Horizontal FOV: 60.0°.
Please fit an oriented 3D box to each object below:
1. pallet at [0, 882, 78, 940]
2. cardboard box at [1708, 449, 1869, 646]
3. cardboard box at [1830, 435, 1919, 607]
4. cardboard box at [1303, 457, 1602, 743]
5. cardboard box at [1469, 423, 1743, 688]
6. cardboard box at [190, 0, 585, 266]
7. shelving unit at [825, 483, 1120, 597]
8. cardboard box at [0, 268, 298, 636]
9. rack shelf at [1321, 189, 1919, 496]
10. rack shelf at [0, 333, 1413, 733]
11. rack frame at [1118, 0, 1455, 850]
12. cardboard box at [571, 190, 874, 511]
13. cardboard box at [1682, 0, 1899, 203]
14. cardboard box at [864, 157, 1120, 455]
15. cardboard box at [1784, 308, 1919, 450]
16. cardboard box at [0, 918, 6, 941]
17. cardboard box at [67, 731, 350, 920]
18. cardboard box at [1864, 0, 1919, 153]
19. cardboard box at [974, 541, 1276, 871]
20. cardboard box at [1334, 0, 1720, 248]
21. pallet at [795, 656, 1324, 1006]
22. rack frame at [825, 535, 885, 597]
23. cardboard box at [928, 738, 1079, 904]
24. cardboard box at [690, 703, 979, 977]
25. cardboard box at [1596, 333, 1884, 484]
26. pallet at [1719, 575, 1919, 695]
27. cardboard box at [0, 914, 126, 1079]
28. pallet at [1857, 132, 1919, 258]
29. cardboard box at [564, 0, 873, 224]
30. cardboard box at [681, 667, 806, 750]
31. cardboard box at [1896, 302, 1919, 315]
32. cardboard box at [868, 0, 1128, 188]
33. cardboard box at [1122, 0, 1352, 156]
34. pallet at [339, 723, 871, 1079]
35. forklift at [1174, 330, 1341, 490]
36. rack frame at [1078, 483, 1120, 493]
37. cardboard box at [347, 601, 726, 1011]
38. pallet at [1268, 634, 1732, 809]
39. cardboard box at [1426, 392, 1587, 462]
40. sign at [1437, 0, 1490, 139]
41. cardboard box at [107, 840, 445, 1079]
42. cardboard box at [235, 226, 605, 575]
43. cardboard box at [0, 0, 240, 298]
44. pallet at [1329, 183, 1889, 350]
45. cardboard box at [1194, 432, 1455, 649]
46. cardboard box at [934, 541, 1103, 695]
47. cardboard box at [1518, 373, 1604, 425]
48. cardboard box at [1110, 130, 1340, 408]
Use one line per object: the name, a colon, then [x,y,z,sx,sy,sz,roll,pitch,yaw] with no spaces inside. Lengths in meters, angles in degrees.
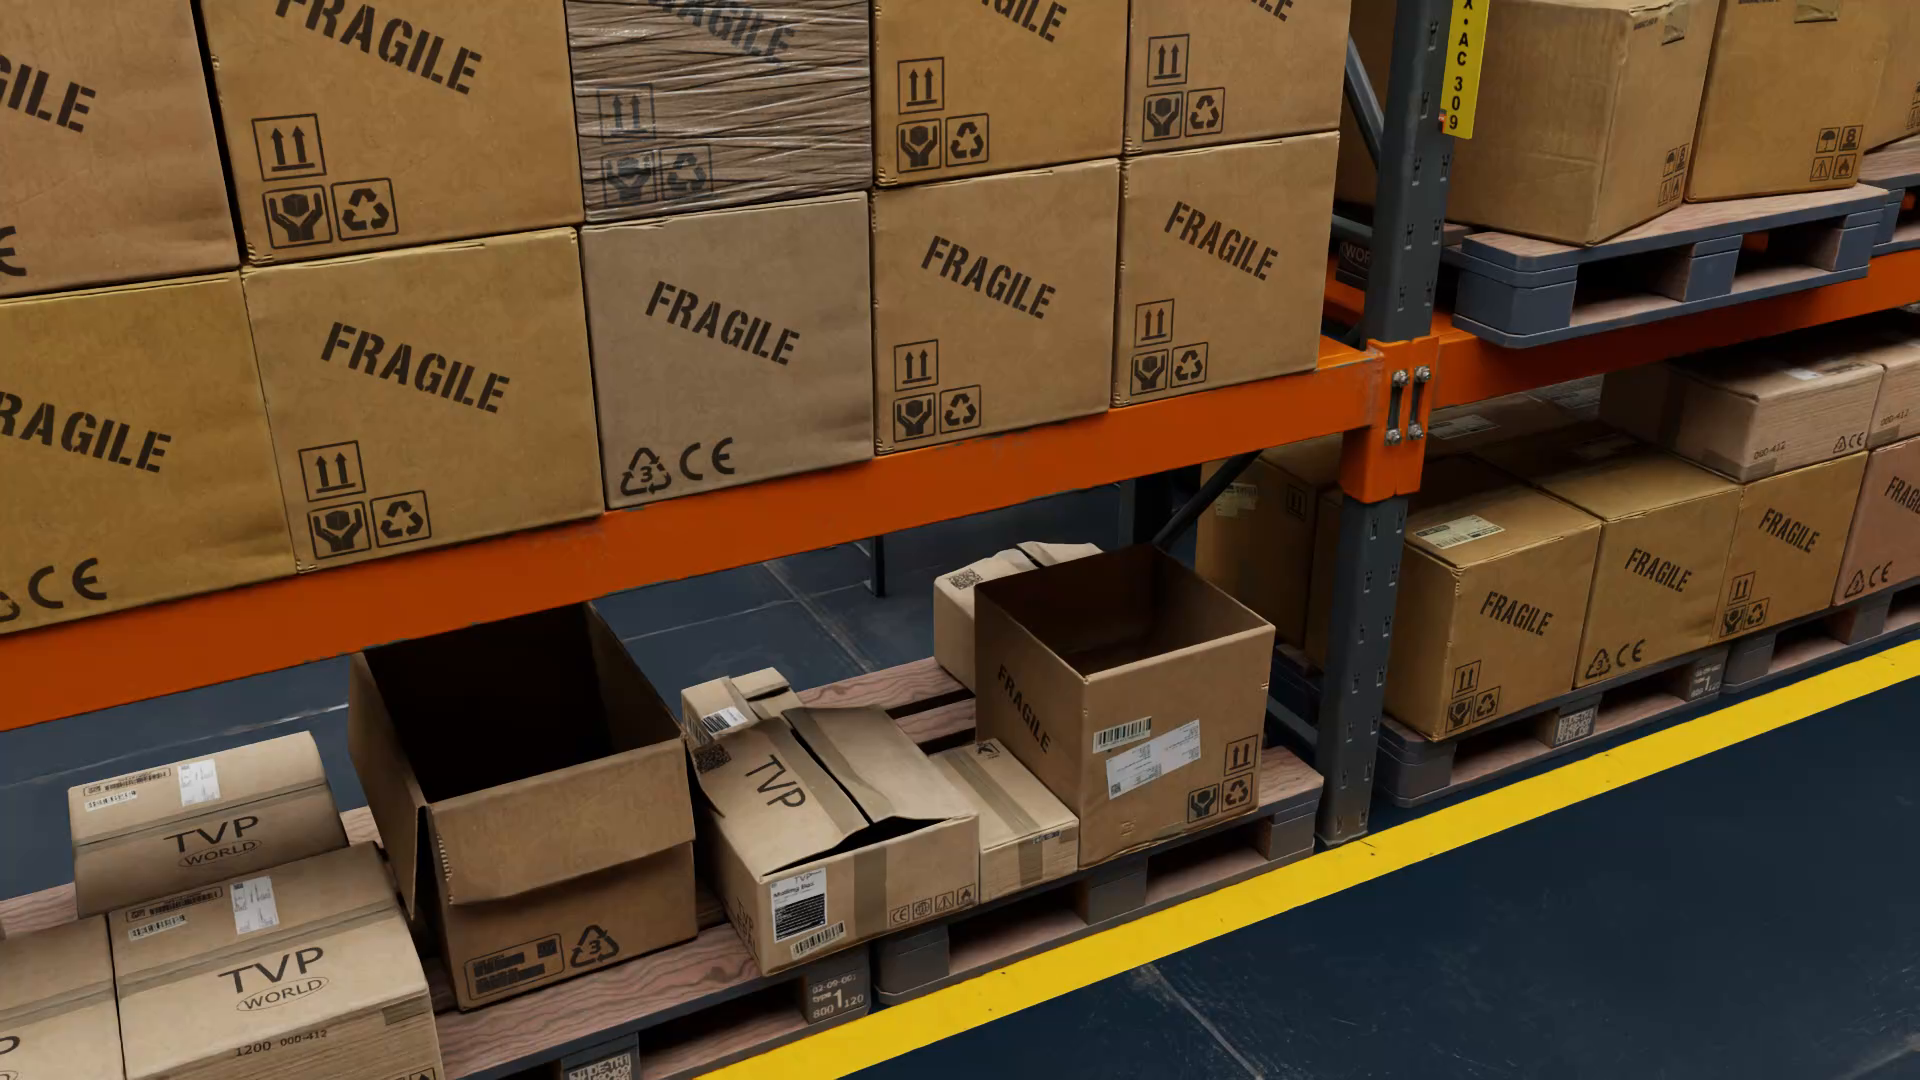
pallet: [-2.023,1.111,3.193,1.213,0.211,1.003,-13,29,-25]
cardboard box: [2.188,-0.072,4.813,0.500,0.500,0.500,-13,28,-24]
cardboard box: [2.634,-0.174,5.027,0.500,0.500,0.500,-14,29,-27]
cardboard box: [1.278,0.140,4.372,0.500,0.500,0.500,-14,29,-27]
cardboard box: [1.744,0.027,4.607,0.500,0.500,0.500,-13,28,-24]
cardboard box: [-0.928,-0.767,2.611,0.500,0.500,0.500,-13,29,-26]
shelving unit: [0.075,-0.693,5.462,1.048,1.500,0.538,-13,29,-25]
cardboard box: [-1.380,-0.211,2.608,0.500,0.500,0.500,-13,29,-25]
rack shelf: [2.501,-0.866,4.919,4.000,0.370,1.077,-13,29,-25]
rack shelf: [-1.028,-0.051,3.222,4.000,0.370,1.077,-13,29,-25]
rack frame: [0.737,-0.783,3.915,0.127,3.000,1.000,-13,29,-25]
cardboard box: [-0.490,-0.417,3.037,0.500,0.500,0.500,-12,28,-24]
cardboard box: [1.837,-1.192,4.167,0.500,0.500,0.700,-8,27,-17]
cardboard box: [-0.038,-0.523,3.257,0.500,0.500,0.500,-12,28,-24]
cardboard box: [2.603,-0.504,4.847,0.500,0.250,0.500,-14,29,-26]
cardboard box: [-2.029,0.858,3.263,0.250,0.166,0.380,-13,29,-25]
cardboard box: [-1.577,0.686,3.524,0.500,0.250,0.500,-13,29,-25]
cardboard box: [2.267,-1.401,4.601,0.500,0.500,0.700,-22,33,-38]
cardboard box: [0.367,0.370,3.893,0.500,0.500,0.500,-13,29,-25]
cardboard box: [1.260,-1.028,3.825,0.700,0.500,0.500,22,33,37]
pallet: [0.130,0.614,4.228,1.213,0.211,1.003,-13,29,-25]
rack frame: [-0.373,-0.590,5.246,0.032,1.500,0.500,-13,29,-25]
cardboard box: [0.065,0.628,3.762,0.250,0.149,0.380,-13,29,-25]
cardboard box: [-0.294,0.608,3.616,0.500,0.311,0.500,-13,29,-25]
cardboard box: [2.161,-0.401,4.634,0.500,0.250,0.500,-13,29,-25]
pallet: [2.514,0.044,5.415,1.213,0.211,1.003,-13,29,-25]
cardboard box: [-1.738,0.969,2.935,0.500,0.250,0.500,-13,29,-25]
pallet: [2.552,-1.113,4.824,1.213,0.211,1.003,-13,29,-25]
cardboard box: [-0.483,-0.869,2.823,0.500,0.500,0.500,-13,28,-25]
cardboard box: [-0.494,0.479,4.052,0.250,0.166,0.380,-13,29,-25]
cardboard box: [3.271,-0.577,5.865,0.500,0.500,0.500,-14,29,-27]
cardboard box: [-0.038,-0.971,3.037,0.500,0.500,0.500,-14,29,-26]
cardboard box: [0.412,-1.077,3.256,0.500,0.500,0.500,-13,28,-25]
pallet: [-0.948,0.864,3.707,1.213,0.211,1.003,-13,29,-25]
forklift: [2.098,-1.827,6.169,3.031,2.935,1.130,-12,28,-24]
rack frame: [0.524,-0.797,5.677,0.032,1.500,0.500,-13,29,-25]
cardboard box: [-0.919,0.529,3.559,0.637,0.503,0.797,-13,29,-25]
pallet: [1.437,0.294,4.893,1.213,0.211,1.003,-13,29,-25]
cardboard box: [1.477,-0.162,5.001,0.500,0.500,0.500,-13,29,-25]
sign: [0.999,-0.967,3.299,0.005,0.325,0.100,-13,29,-25]
cardboard box: [-1.297,0.867,3.147,0.500,0.250,0.500,-13,29,-25]
cardboard box: [-0.938,-0.312,2.819,0.500,0.500,0.500,-13,28,-24]
cardboard box: [-1.376,-0.663,2.394,0.500,0.500,0.500,-13,28,-24]
pallet: [1.493,-0.817,4.208,1.213,0.211,1.003,-13,29,-25]
cardboard box: [1.037,-0.064,4.798,0.500,0.500,0.500,-13,29,-25]
cardboard box: [0.264,0.234,4.395,0.500,0.311,0.500,-13,29,-25]
cardboard box: [1.920,-0.264,5.213,0.500,0.500,0.500,-13,28,-24]
cardboard box: [0.416,-0.628,3.477,0.500,0.500,0.500,-12,28,-24]
